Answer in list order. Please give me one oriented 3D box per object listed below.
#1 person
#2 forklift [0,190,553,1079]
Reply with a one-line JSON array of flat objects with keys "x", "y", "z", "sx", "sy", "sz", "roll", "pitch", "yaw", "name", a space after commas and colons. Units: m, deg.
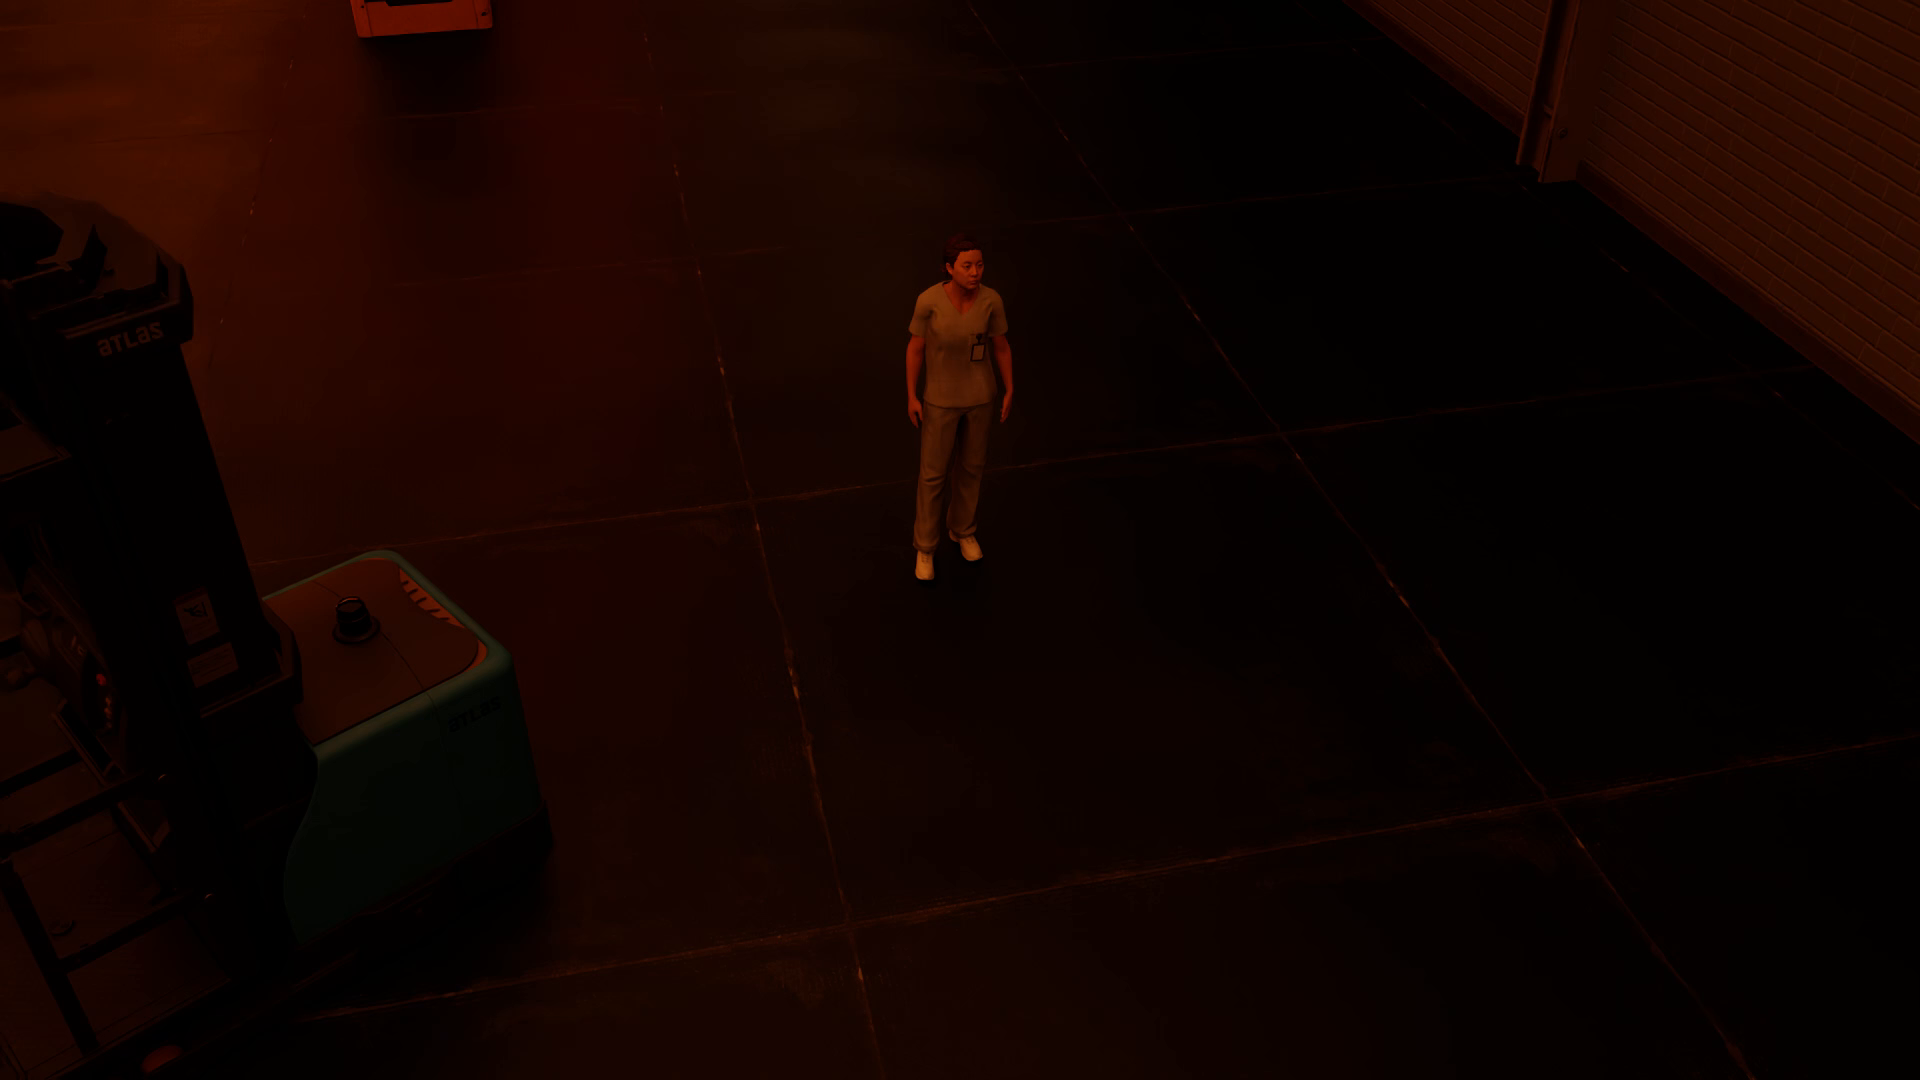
[{"x": 0.003, "y": -0.643, "z": 8.005, "sx": 0.549, "sy": 1.675, "sz": 0.549, "roll": -8, "pitch": 36, "yaw": -11, "name": "person"}, {"x": -3.064, "y": 0.489, "z": 5.371, "sx": 3.031, "sy": 2.935, "sz": 1.130, "roll": -29, "pitch": 45, "yaw": -34, "name": "forklift"}]
